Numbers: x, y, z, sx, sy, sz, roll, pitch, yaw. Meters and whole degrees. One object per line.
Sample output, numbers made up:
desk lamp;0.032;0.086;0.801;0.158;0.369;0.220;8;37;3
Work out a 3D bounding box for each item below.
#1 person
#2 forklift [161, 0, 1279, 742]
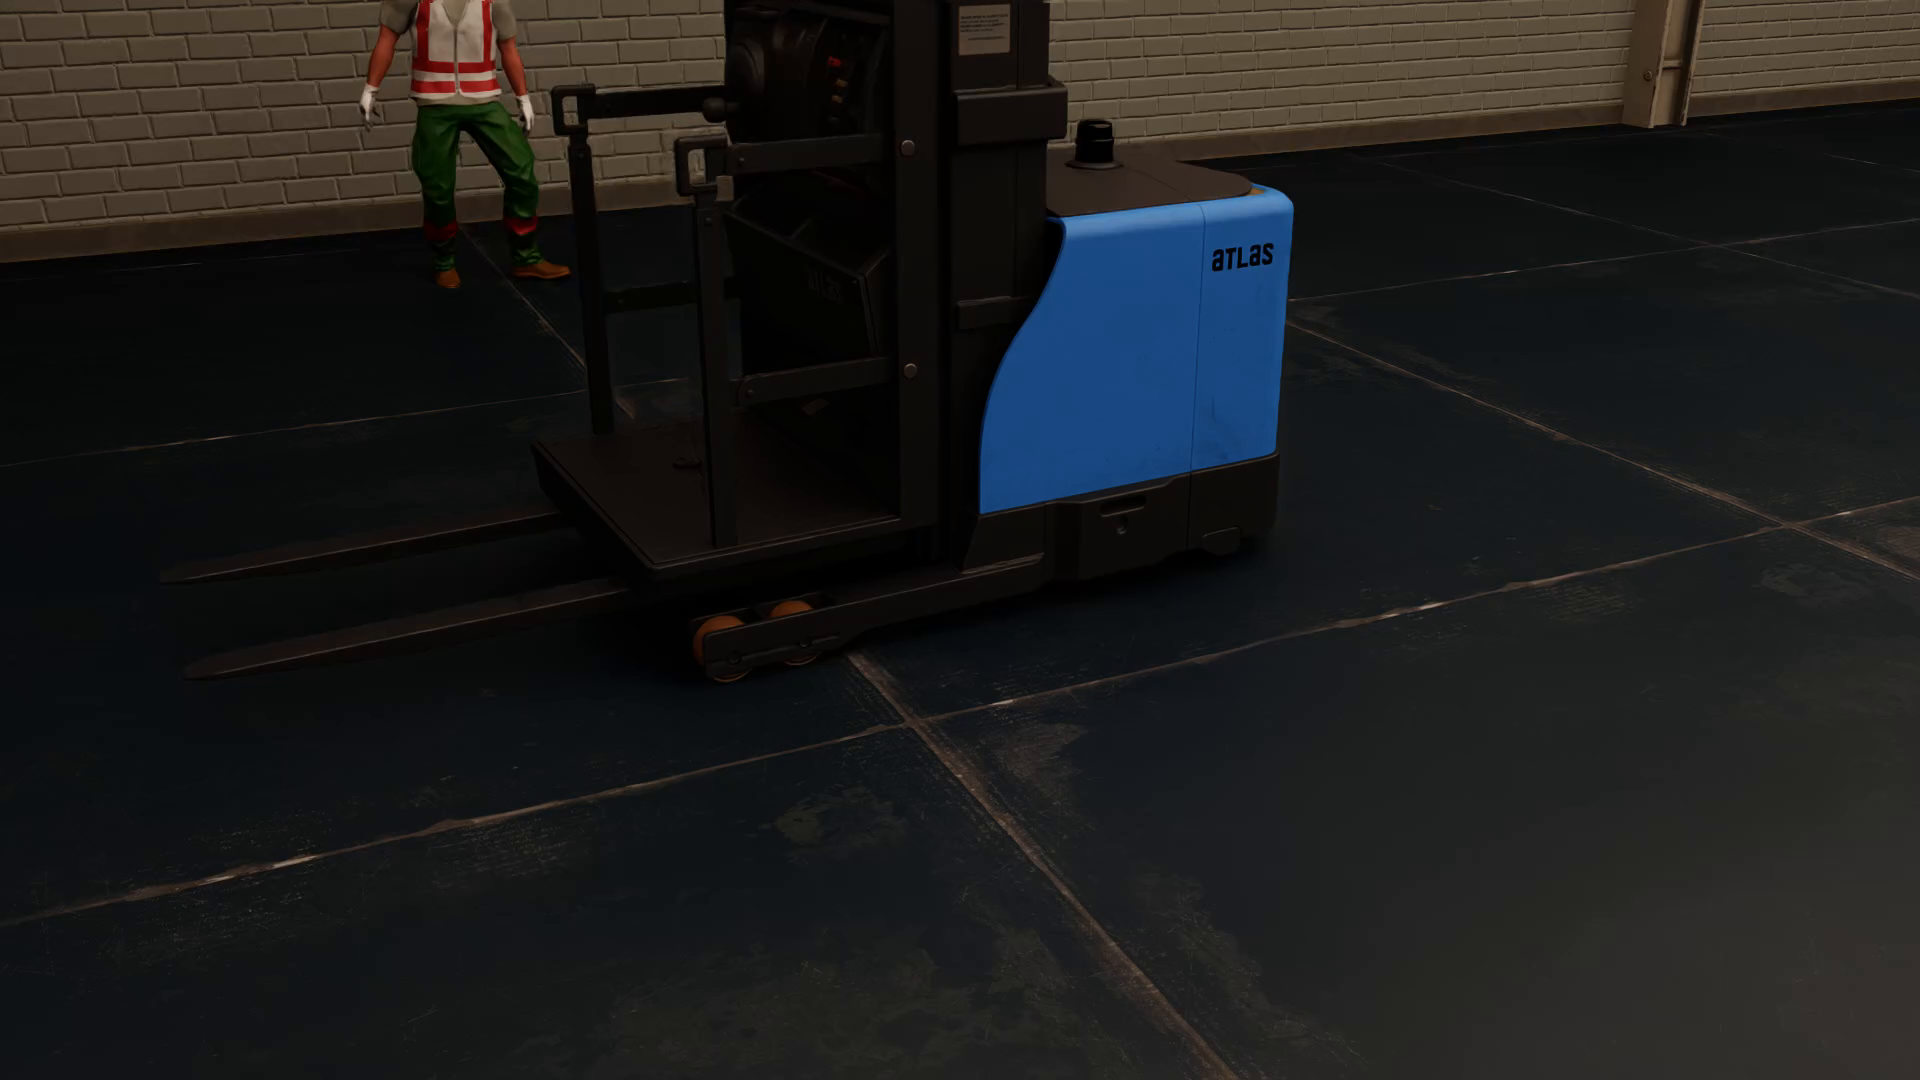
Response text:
person;-2.360;-2.055;7.798;0.877;1.747;0.452;-10;24;-22
forklift;-0.529;-1.188;4.145;3.031;2.935;1.130;-17;28;-35
